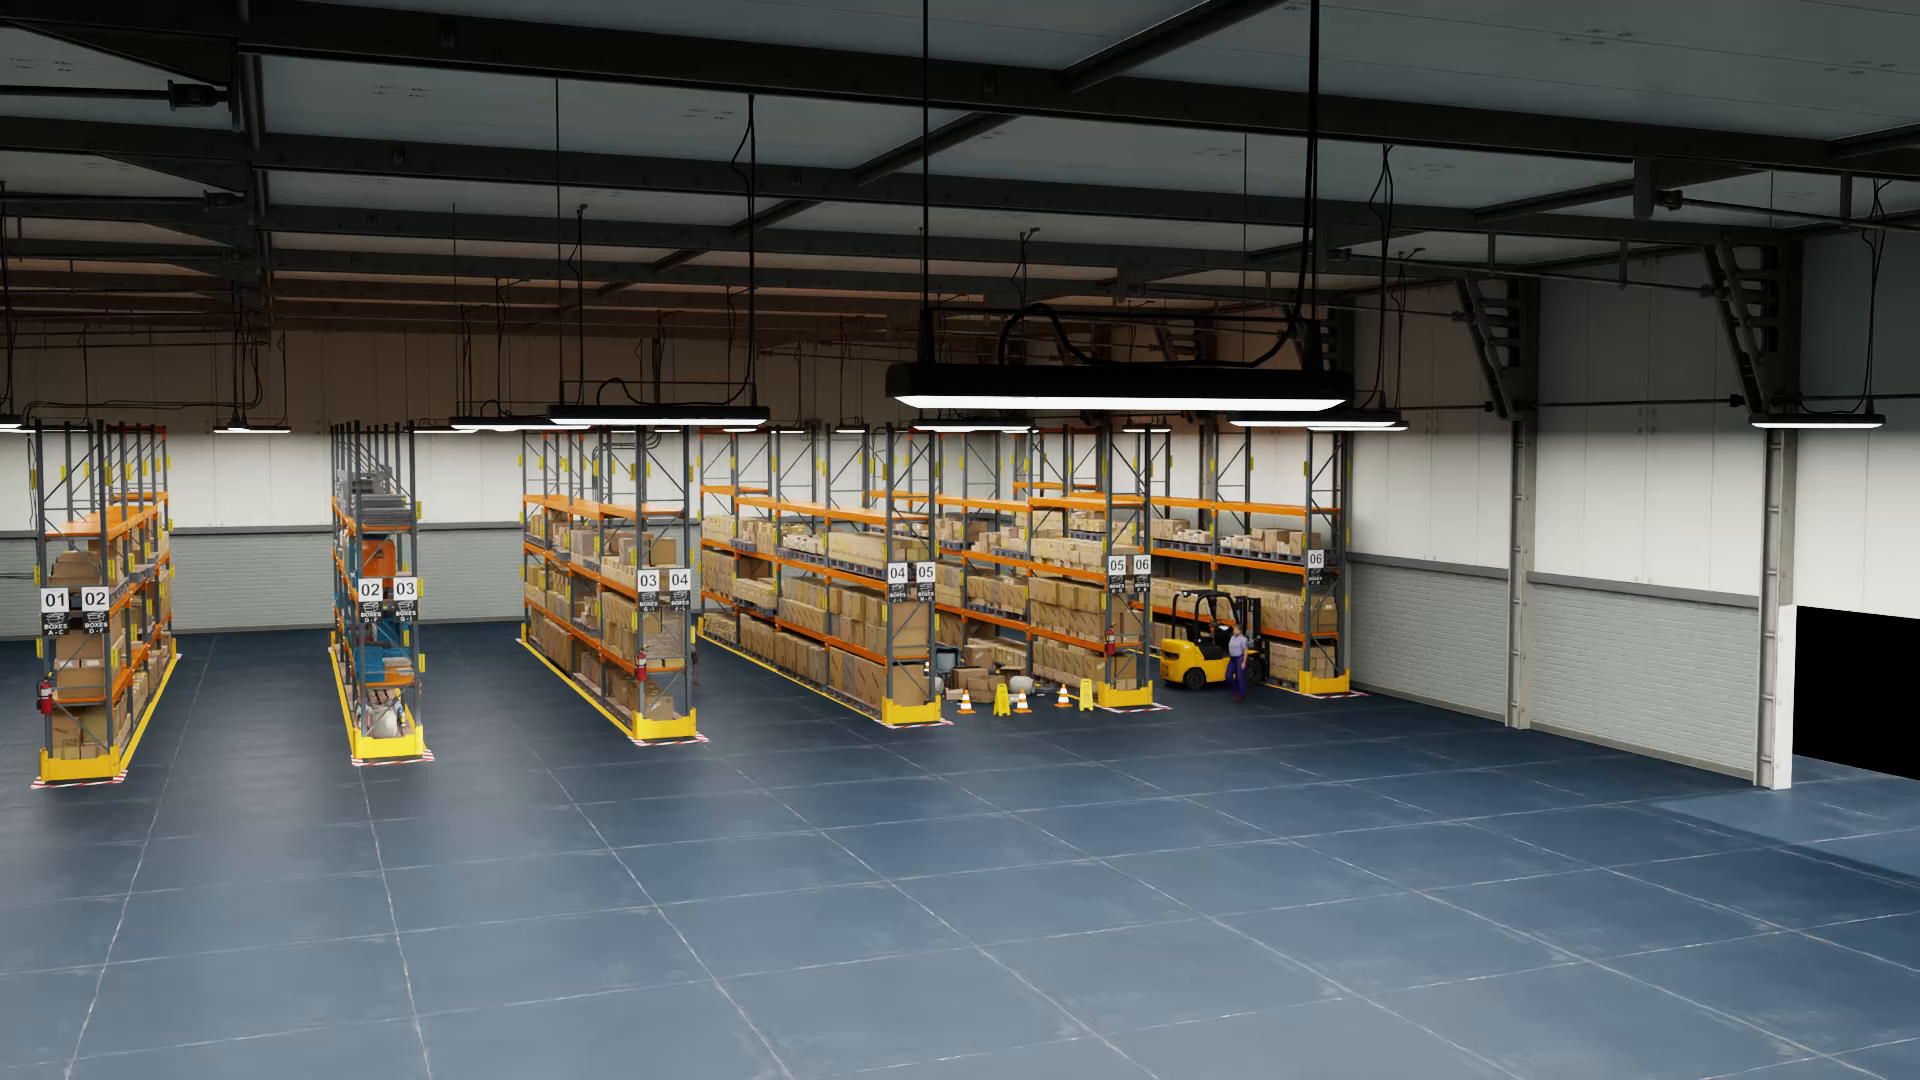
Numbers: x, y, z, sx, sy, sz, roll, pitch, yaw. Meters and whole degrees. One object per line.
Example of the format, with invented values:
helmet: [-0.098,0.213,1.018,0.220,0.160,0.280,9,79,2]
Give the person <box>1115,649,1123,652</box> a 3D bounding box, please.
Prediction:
person: [3.678,2.364,39.480,0.570,1.764,0.541,-1,4,-9]

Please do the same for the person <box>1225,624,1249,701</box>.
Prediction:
person: [6.014,2.681,35.957,0.398,1.731,0.528,-2,4,-34]

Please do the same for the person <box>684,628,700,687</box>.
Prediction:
person: [-6.158,2.538,37.765,0.471,1.655,0.519,-1,4,-9]
